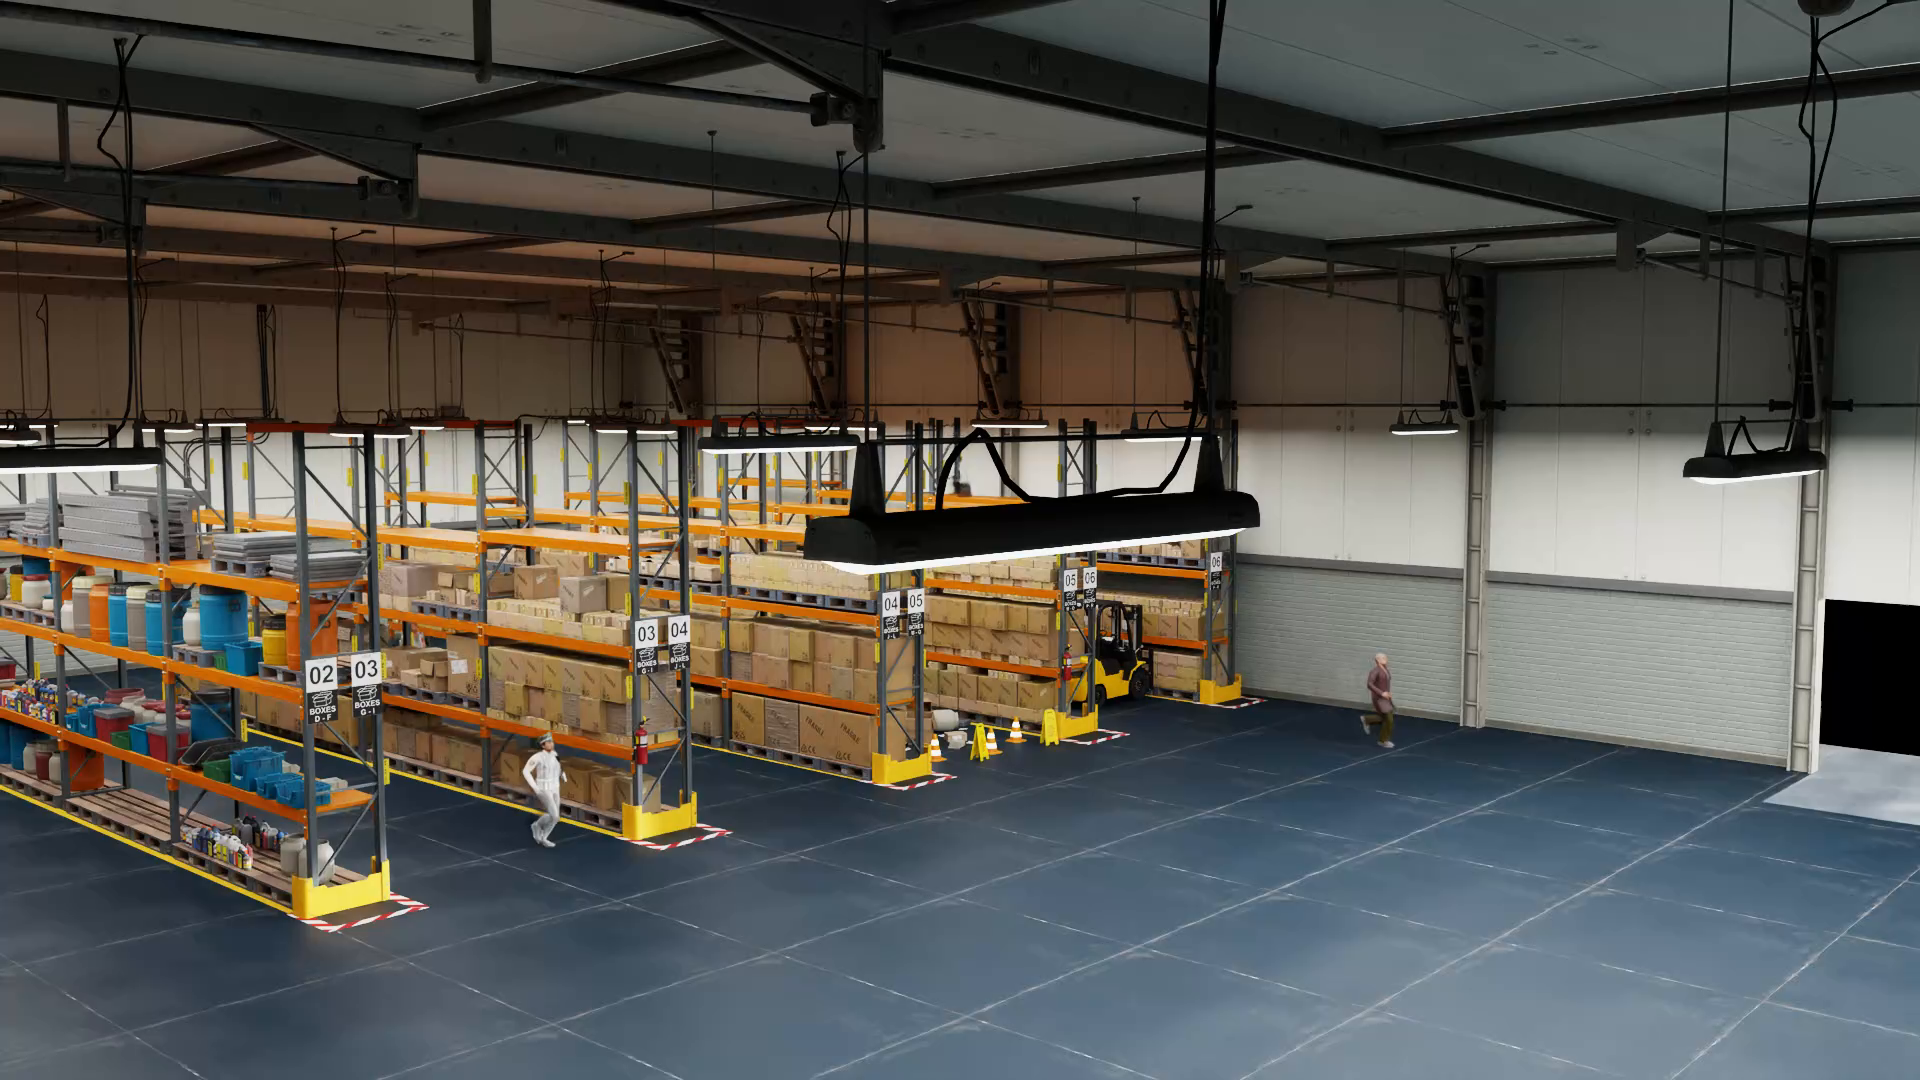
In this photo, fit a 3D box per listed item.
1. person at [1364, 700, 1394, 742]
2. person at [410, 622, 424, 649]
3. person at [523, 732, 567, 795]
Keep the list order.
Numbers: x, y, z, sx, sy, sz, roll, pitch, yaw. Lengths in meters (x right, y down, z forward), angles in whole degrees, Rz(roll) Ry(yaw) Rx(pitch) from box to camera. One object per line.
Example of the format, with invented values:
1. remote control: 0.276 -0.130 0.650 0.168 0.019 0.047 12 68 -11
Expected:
1. person: 7.776 3.274 30.878 0.601 0.939 0.393 3 5 32
2. person: -11.551 2.558 35.283 0.530 1.788 0.988 -4 6 -44
3. person: -5.846 3.168 23.670 0.447 0.863 0.677 3 5 30
